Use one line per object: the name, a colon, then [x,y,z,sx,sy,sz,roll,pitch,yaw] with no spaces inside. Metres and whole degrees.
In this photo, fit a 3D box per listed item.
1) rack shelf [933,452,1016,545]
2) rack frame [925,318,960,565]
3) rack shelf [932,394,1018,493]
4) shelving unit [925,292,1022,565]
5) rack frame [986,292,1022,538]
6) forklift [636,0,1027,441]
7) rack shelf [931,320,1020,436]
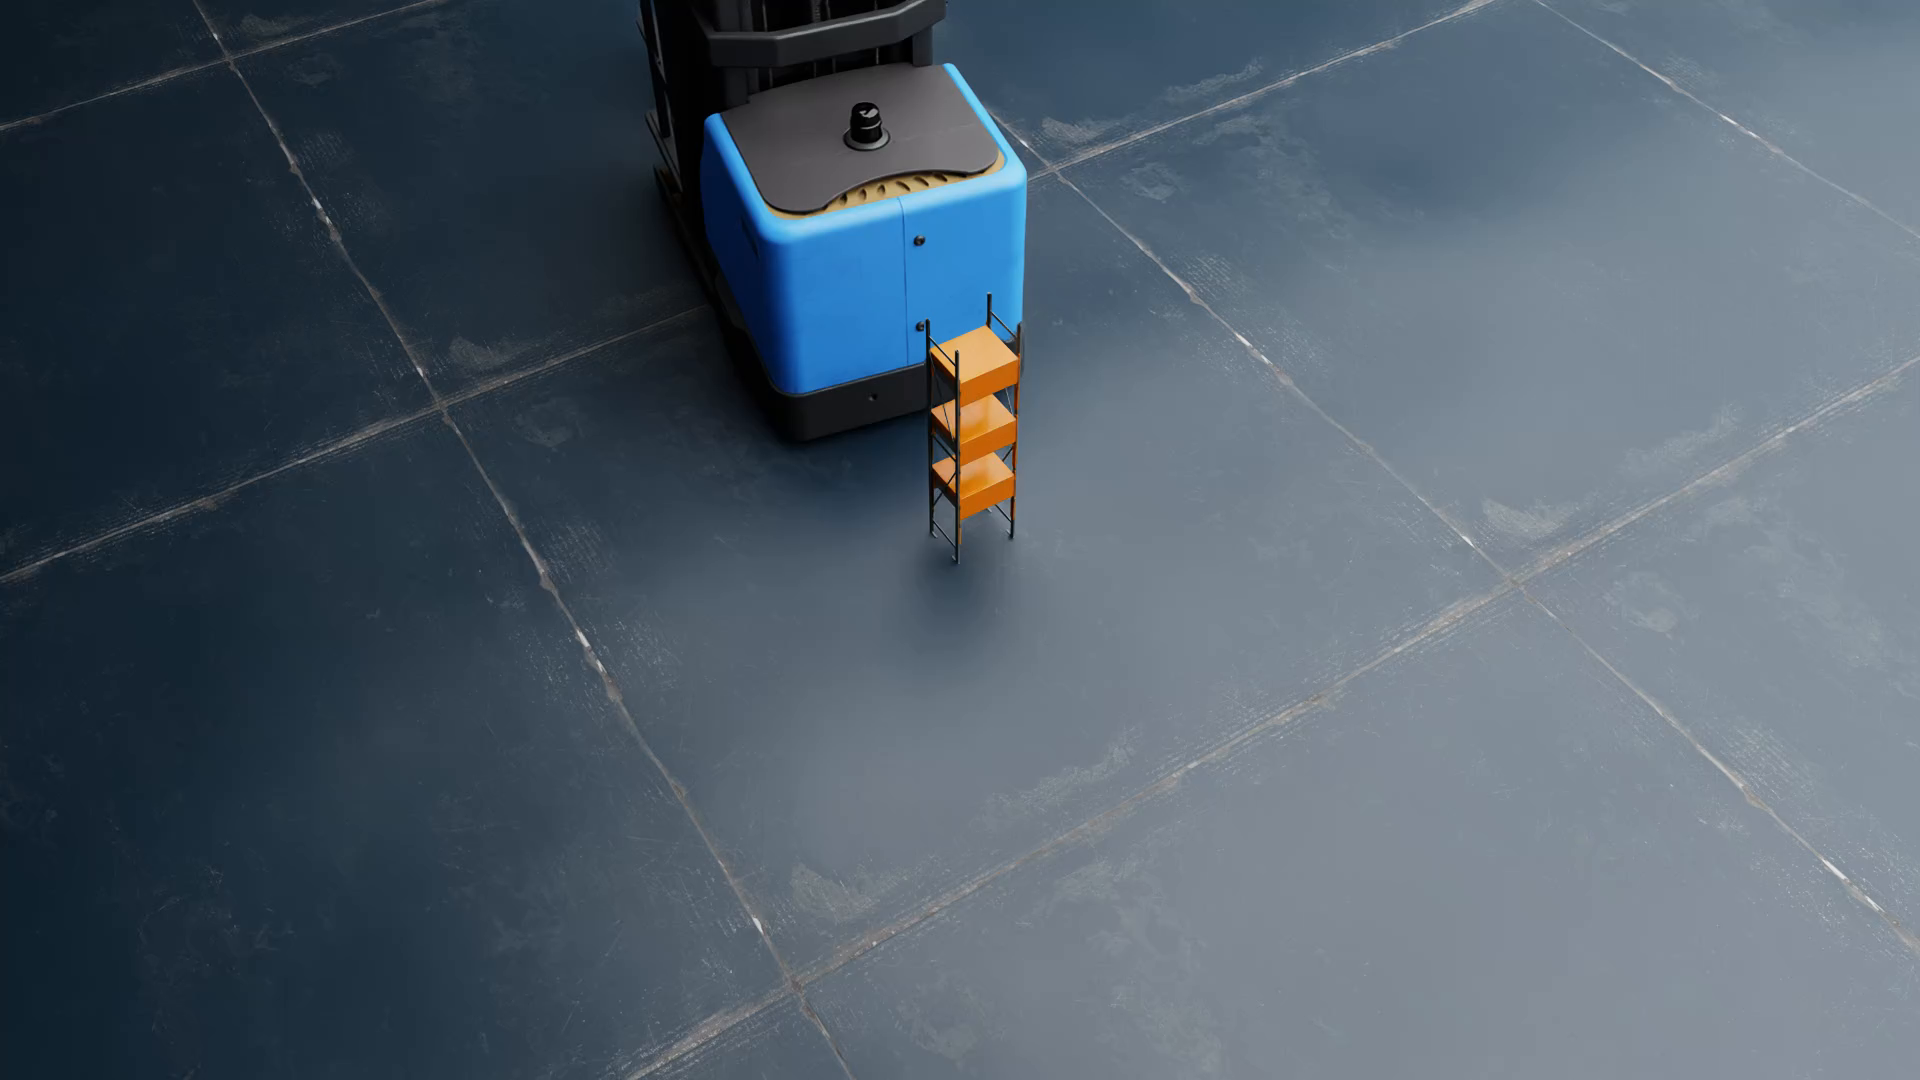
rack shelf: [0.045,-0.179,6.092,0.240,0.259,0.215,-25,53,-21]
rack frame: [-0.058,-0.322,5.834,0.008,1.050,0.200,-25,53,-21]
rack shelf: [0.045,-0.363,5.885,0.240,0.259,0.215,-25,53,-21]
shelving unit: [0.045,-0.370,5.877,0.252,1.050,0.215,-25,53,-21]
rack frame: [0.148,-0.419,5.920,0.008,1.050,0.200,-25,53,-21]
forklift: [-0.747,-2.485,6.500,1.130,2.935,3.031,-16,50,-14]
rack shelf: [0.045,-0.552,5.673,0.240,0.259,0.215,-25,53,-21]
